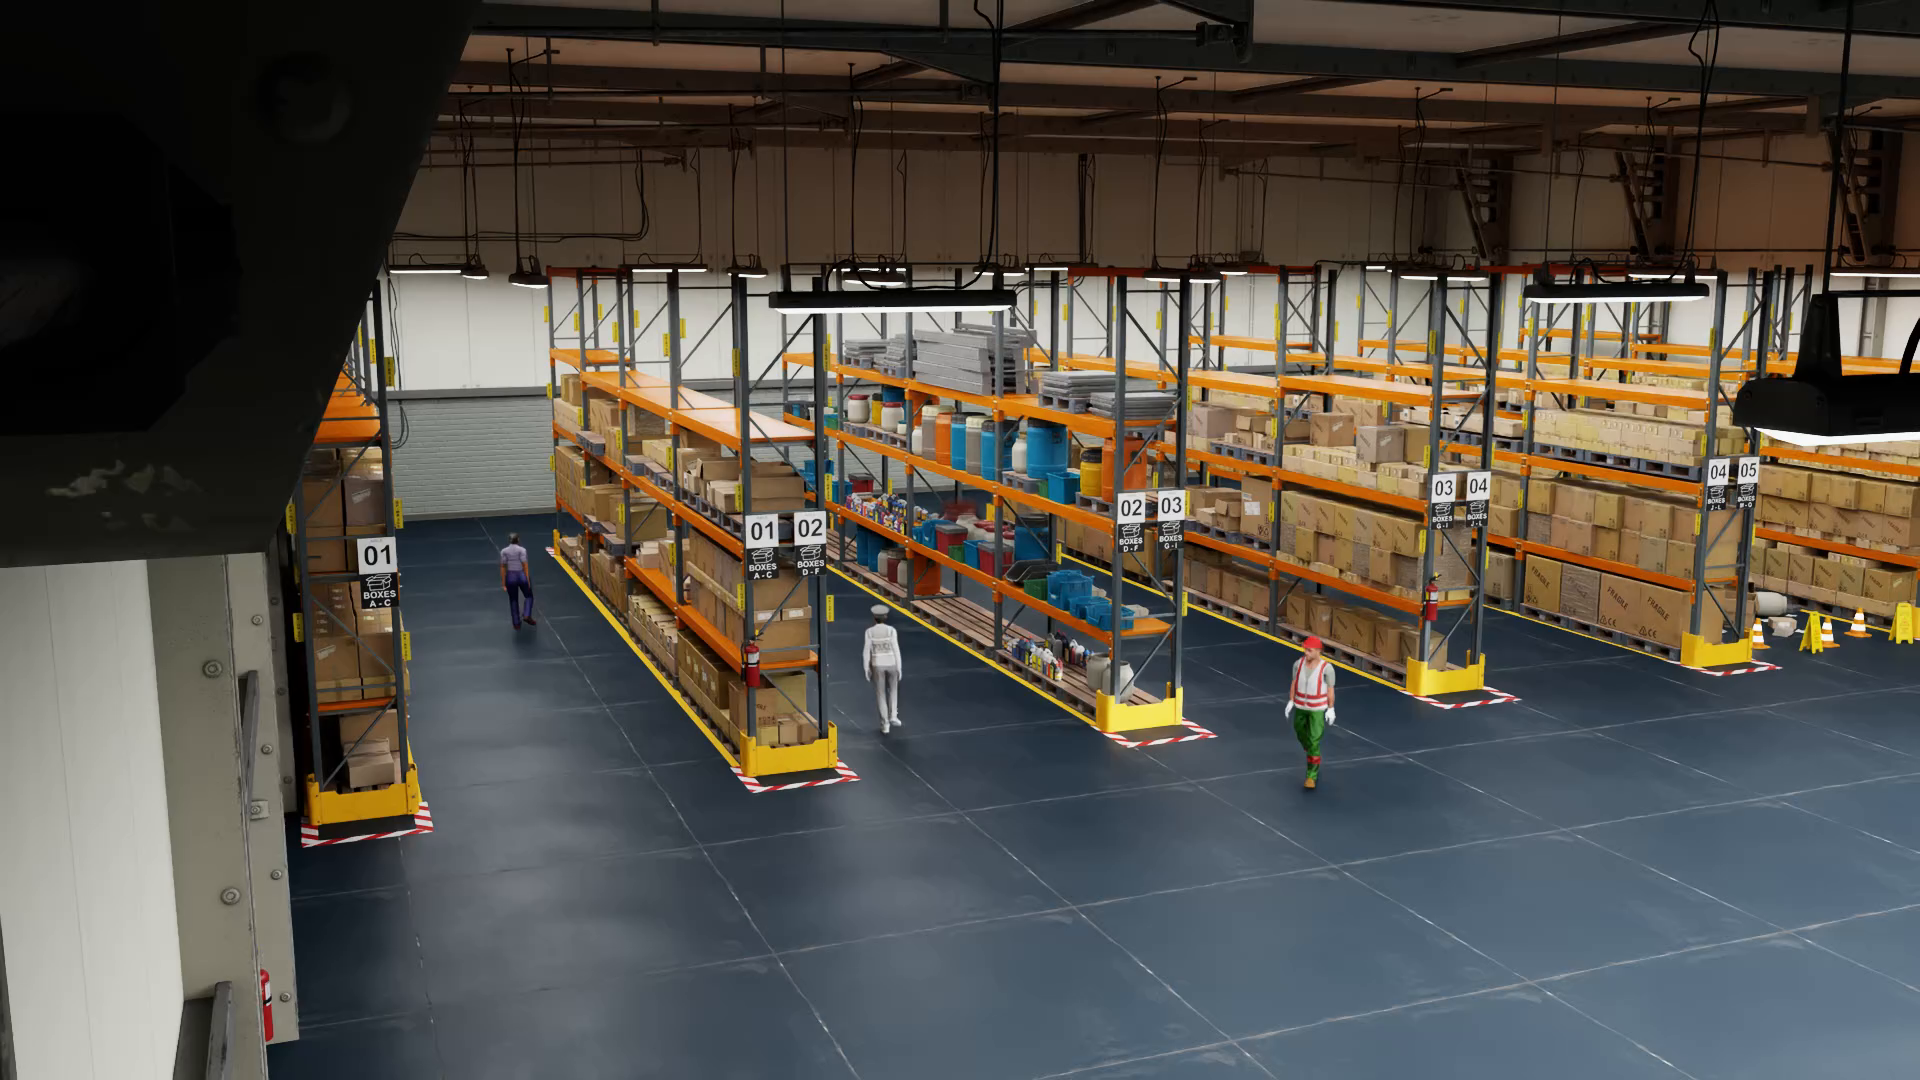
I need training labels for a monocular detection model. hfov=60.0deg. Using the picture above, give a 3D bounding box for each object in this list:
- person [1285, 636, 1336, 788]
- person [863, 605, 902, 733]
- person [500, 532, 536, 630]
[{"bbox_3d":[4.228,2.015,19.968,0.539,1.776,0.832,8,13,37],"label":"person"},{"bbox_3d":[-1.032,1.703,22.012,0.502,1.661,0.480,-2,10,-10],"label":"person"},{"bbox_3d":[-7.427,0.697,27.927,0.553,1.616,0.482,-2,10,-11],"label":"person"}]
